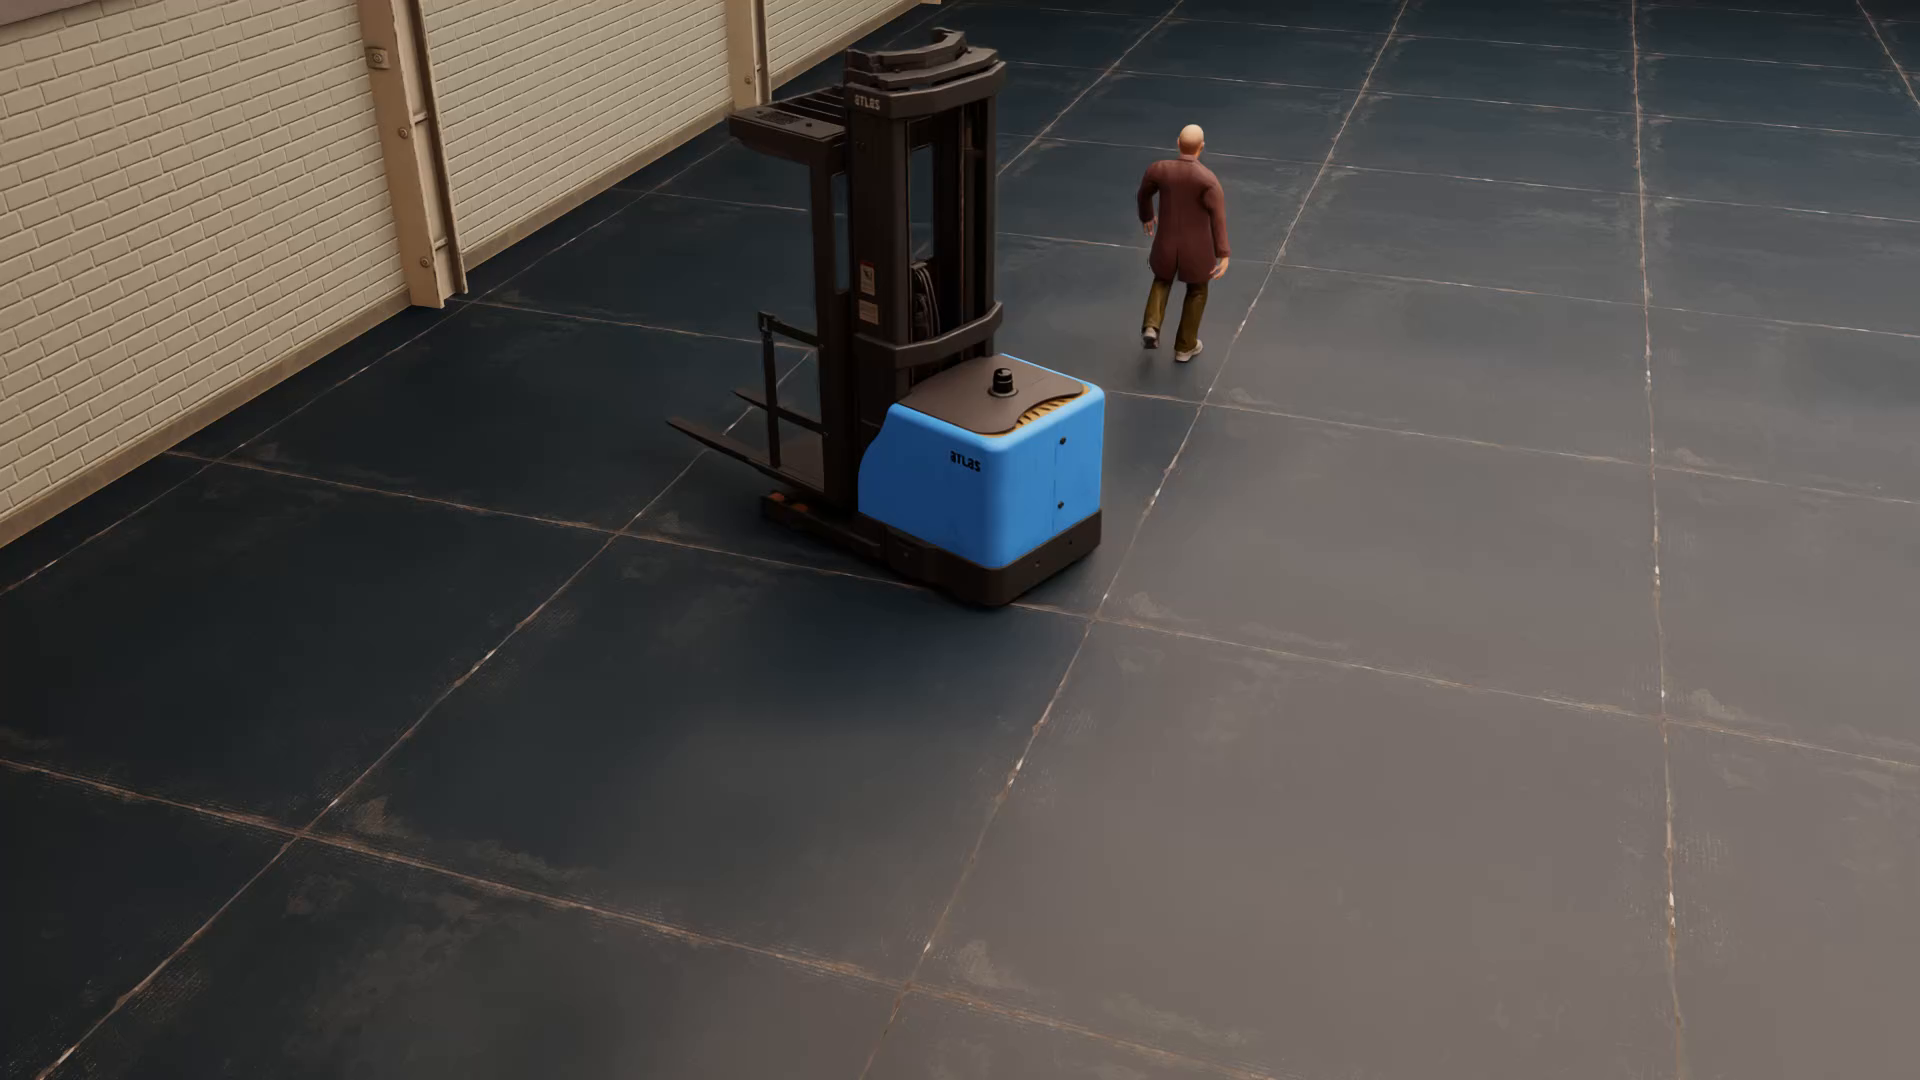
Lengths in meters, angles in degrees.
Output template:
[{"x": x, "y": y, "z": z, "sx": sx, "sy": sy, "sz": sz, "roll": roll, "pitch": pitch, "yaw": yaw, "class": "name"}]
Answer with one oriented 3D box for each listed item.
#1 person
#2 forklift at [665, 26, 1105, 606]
[{"x": 1.607, "y": -2.135, "z": 12.069, "sx": 0.826, "sy": 1.760, "sz": 0.597, "roll": 14, "pitch": 33, "yaw": 24, "class": "person"}, {"x": -0.600, "y": -1.509, "z": 9.783, "sx": 3.031, "sy": 2.935, "sz": 1.130, "roll": 23, "pitch": 37, "yaw": 35, "class": "forklift"}]
